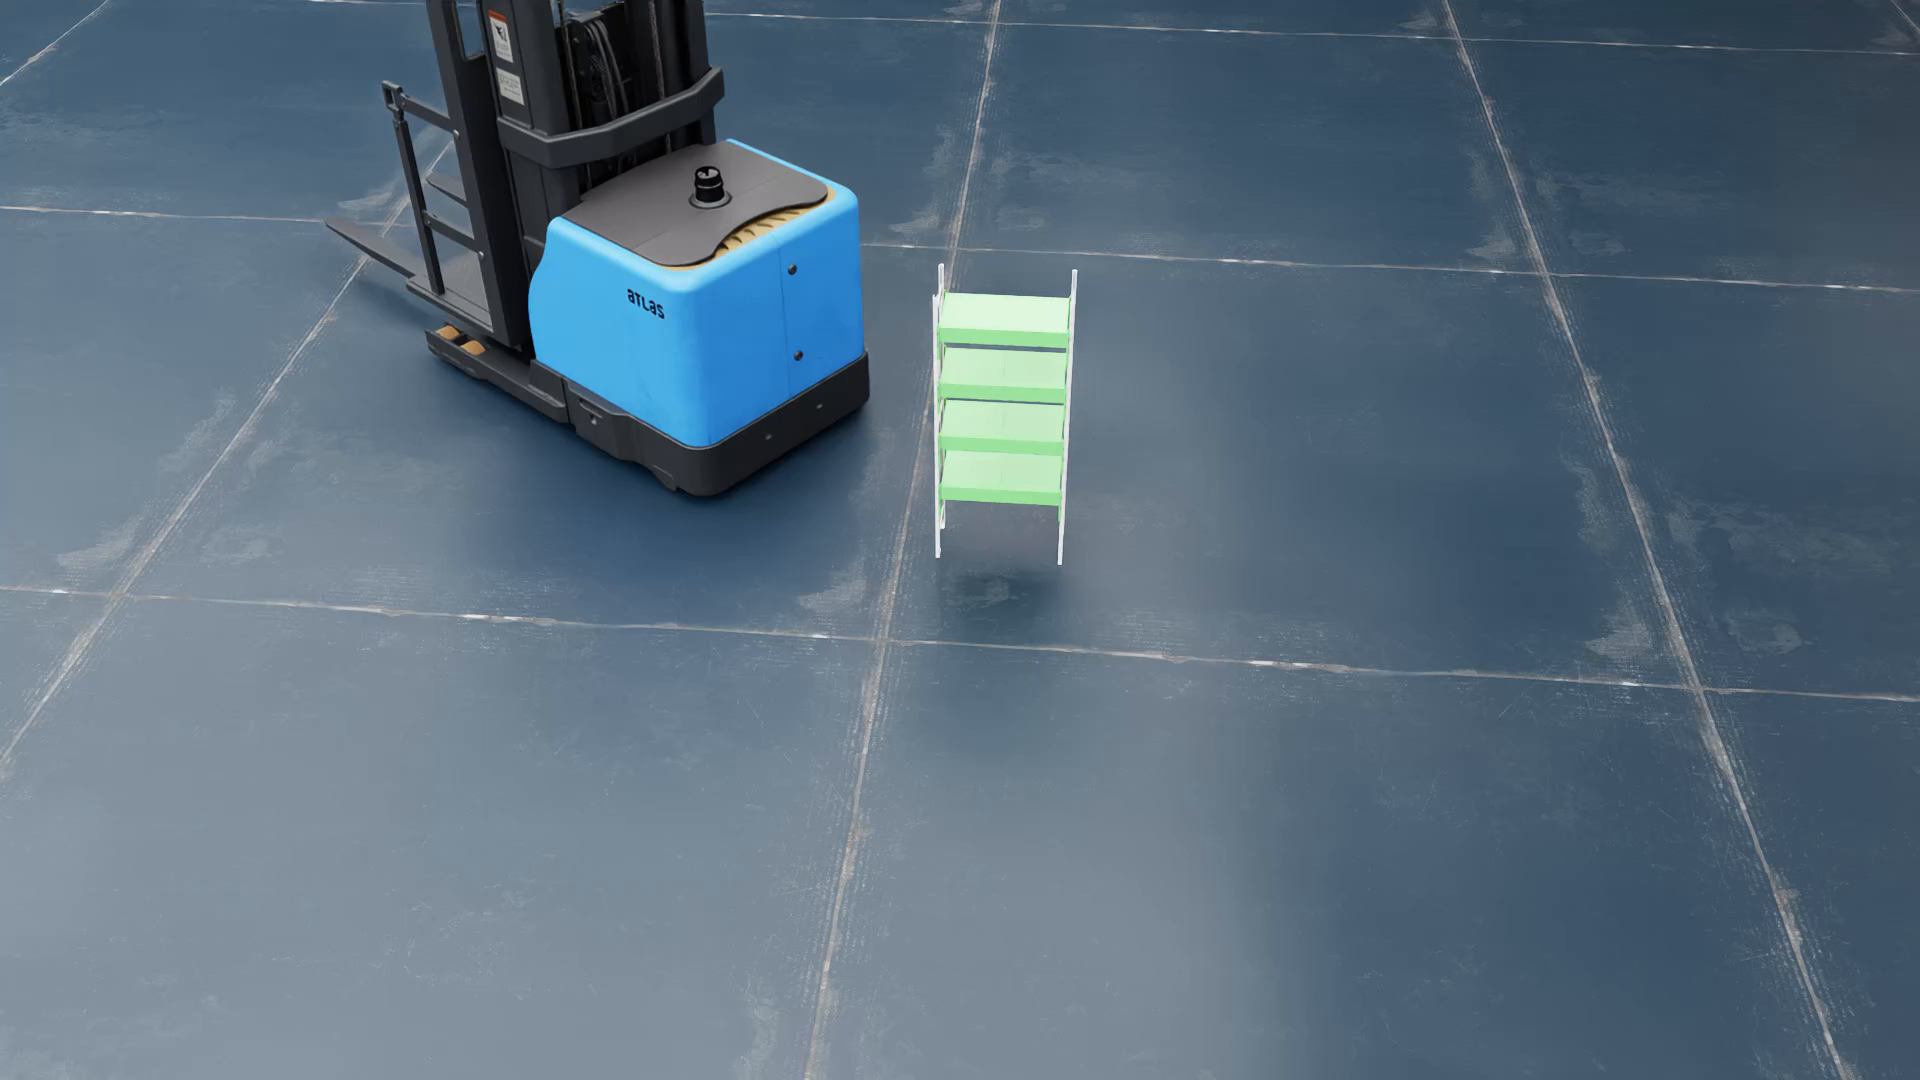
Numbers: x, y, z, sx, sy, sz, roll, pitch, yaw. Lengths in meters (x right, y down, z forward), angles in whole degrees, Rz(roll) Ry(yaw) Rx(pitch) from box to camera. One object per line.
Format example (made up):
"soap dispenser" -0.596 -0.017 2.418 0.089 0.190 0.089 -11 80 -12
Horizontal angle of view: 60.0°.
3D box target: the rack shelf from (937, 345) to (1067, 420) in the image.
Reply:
"rack shelf" 0.165 -0.593 6.249 0.480 0.148 0.258 3 39 4

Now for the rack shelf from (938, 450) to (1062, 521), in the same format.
"rack shelf" 0.165 -0.221 6.552 0.480 0.148 0.258 3 39 4

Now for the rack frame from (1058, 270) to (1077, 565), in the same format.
"rack frame" 0.408 -0.443 6.344 0.015 1.200 0.240 3 39 4

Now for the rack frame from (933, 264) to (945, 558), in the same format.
"rack frame" -0.078 -0.470 6.376 0.015 1.200 0.240 3 39 4

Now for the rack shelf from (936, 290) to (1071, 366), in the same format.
"rack shelf" 0.165 -0.779 6.097 0.480 0.148 0.258 3 39 4

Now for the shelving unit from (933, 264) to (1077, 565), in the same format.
"shelving unit" 0.165 -0.456 6.360 0.503 1.200 0.258 3 39 4

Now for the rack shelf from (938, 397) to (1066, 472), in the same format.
"rack shelf" 0.165 -0.407 6.400 0.480 0.148 0.258 3 39 4

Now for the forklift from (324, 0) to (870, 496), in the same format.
"forklift" -1.846 -2.110 7.021 3.031 2.935 1.130 29 47 31
